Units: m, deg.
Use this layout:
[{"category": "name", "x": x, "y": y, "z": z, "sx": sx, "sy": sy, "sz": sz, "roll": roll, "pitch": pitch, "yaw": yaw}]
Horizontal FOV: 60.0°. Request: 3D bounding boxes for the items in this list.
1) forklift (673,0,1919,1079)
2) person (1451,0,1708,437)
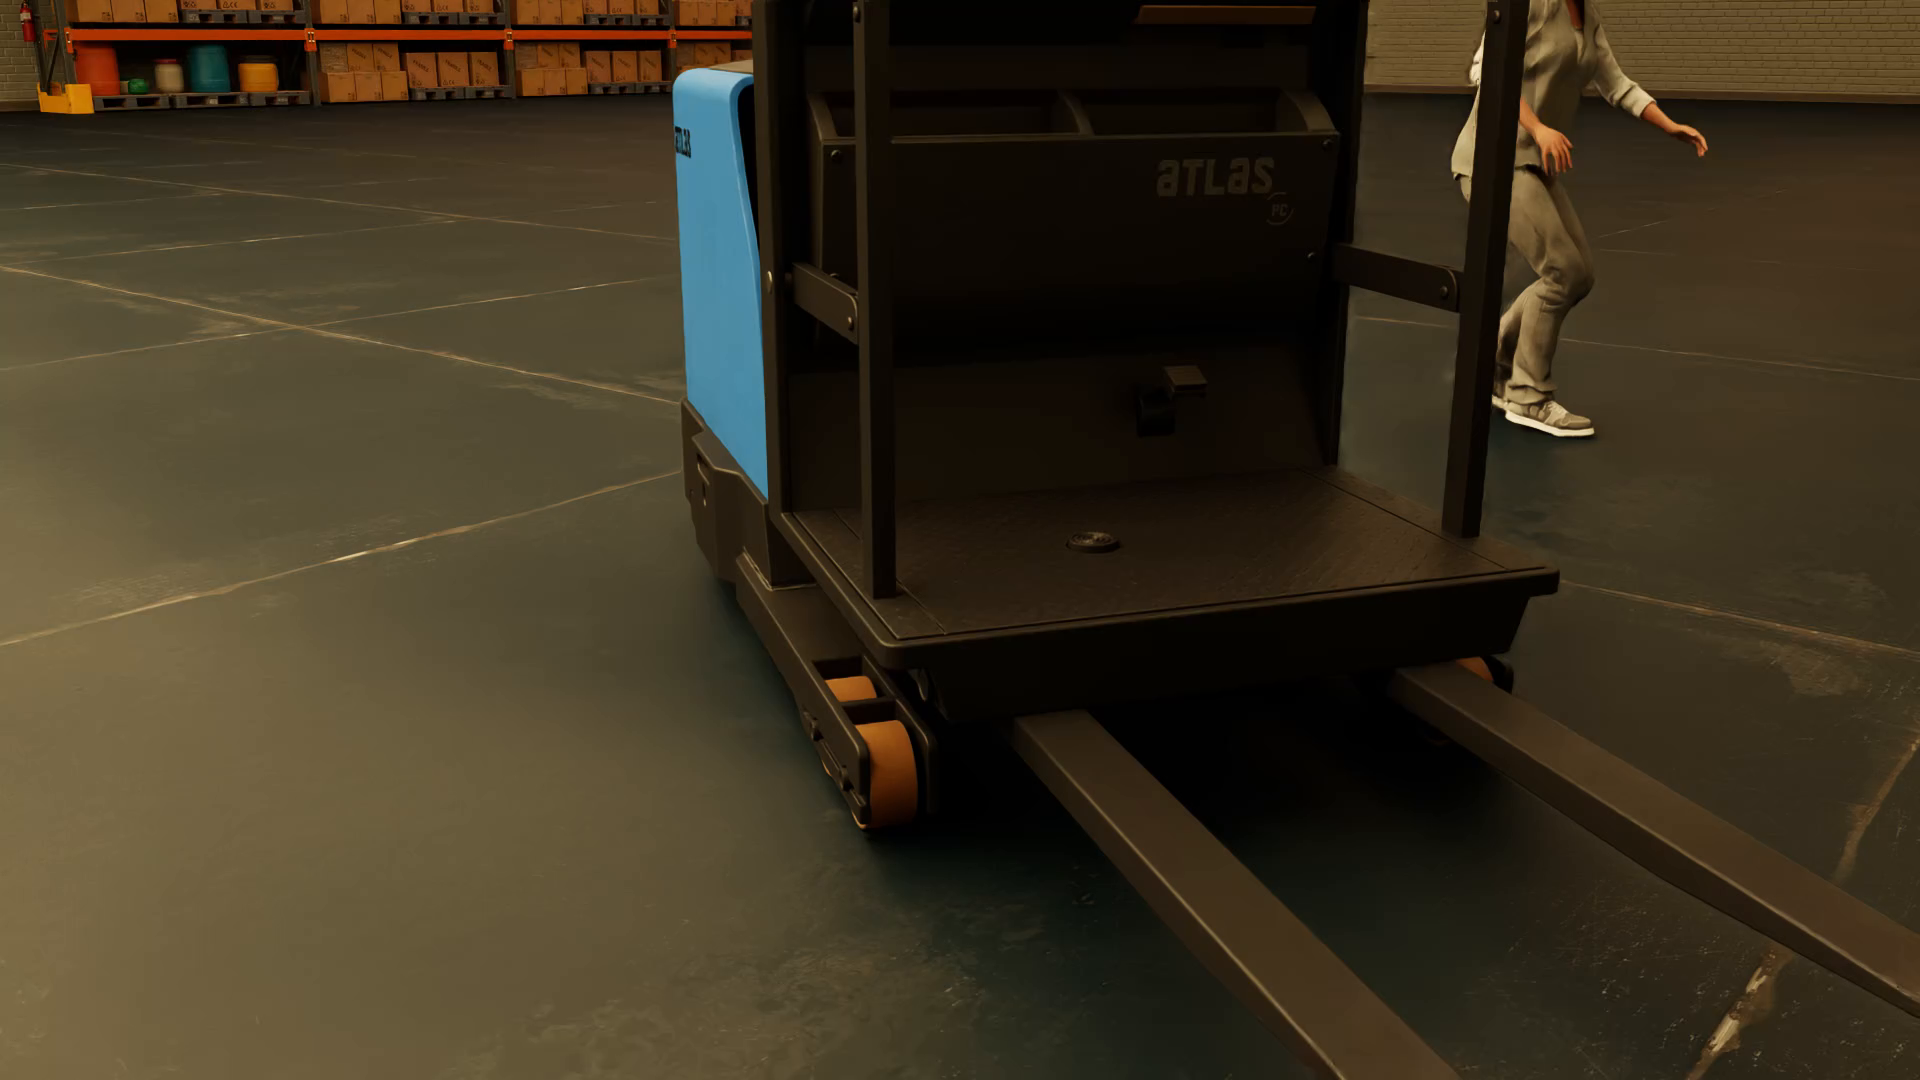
[{"category": "forklift", "x": 0.269, "y": -1.096, "z": 2.507, "sx": 1.130, "sy": 2.935, "sz": 3.031, "roll": -5, "pitch": 18, "yaw": -17}, {"category": "person", "x": 1.772, "y": -1.055, "z": 4.835, "sx": 0.648, "sy": 1.507, "sz": 0.676, "roll": 13, "pitch": 21, "yaw": 37}]
